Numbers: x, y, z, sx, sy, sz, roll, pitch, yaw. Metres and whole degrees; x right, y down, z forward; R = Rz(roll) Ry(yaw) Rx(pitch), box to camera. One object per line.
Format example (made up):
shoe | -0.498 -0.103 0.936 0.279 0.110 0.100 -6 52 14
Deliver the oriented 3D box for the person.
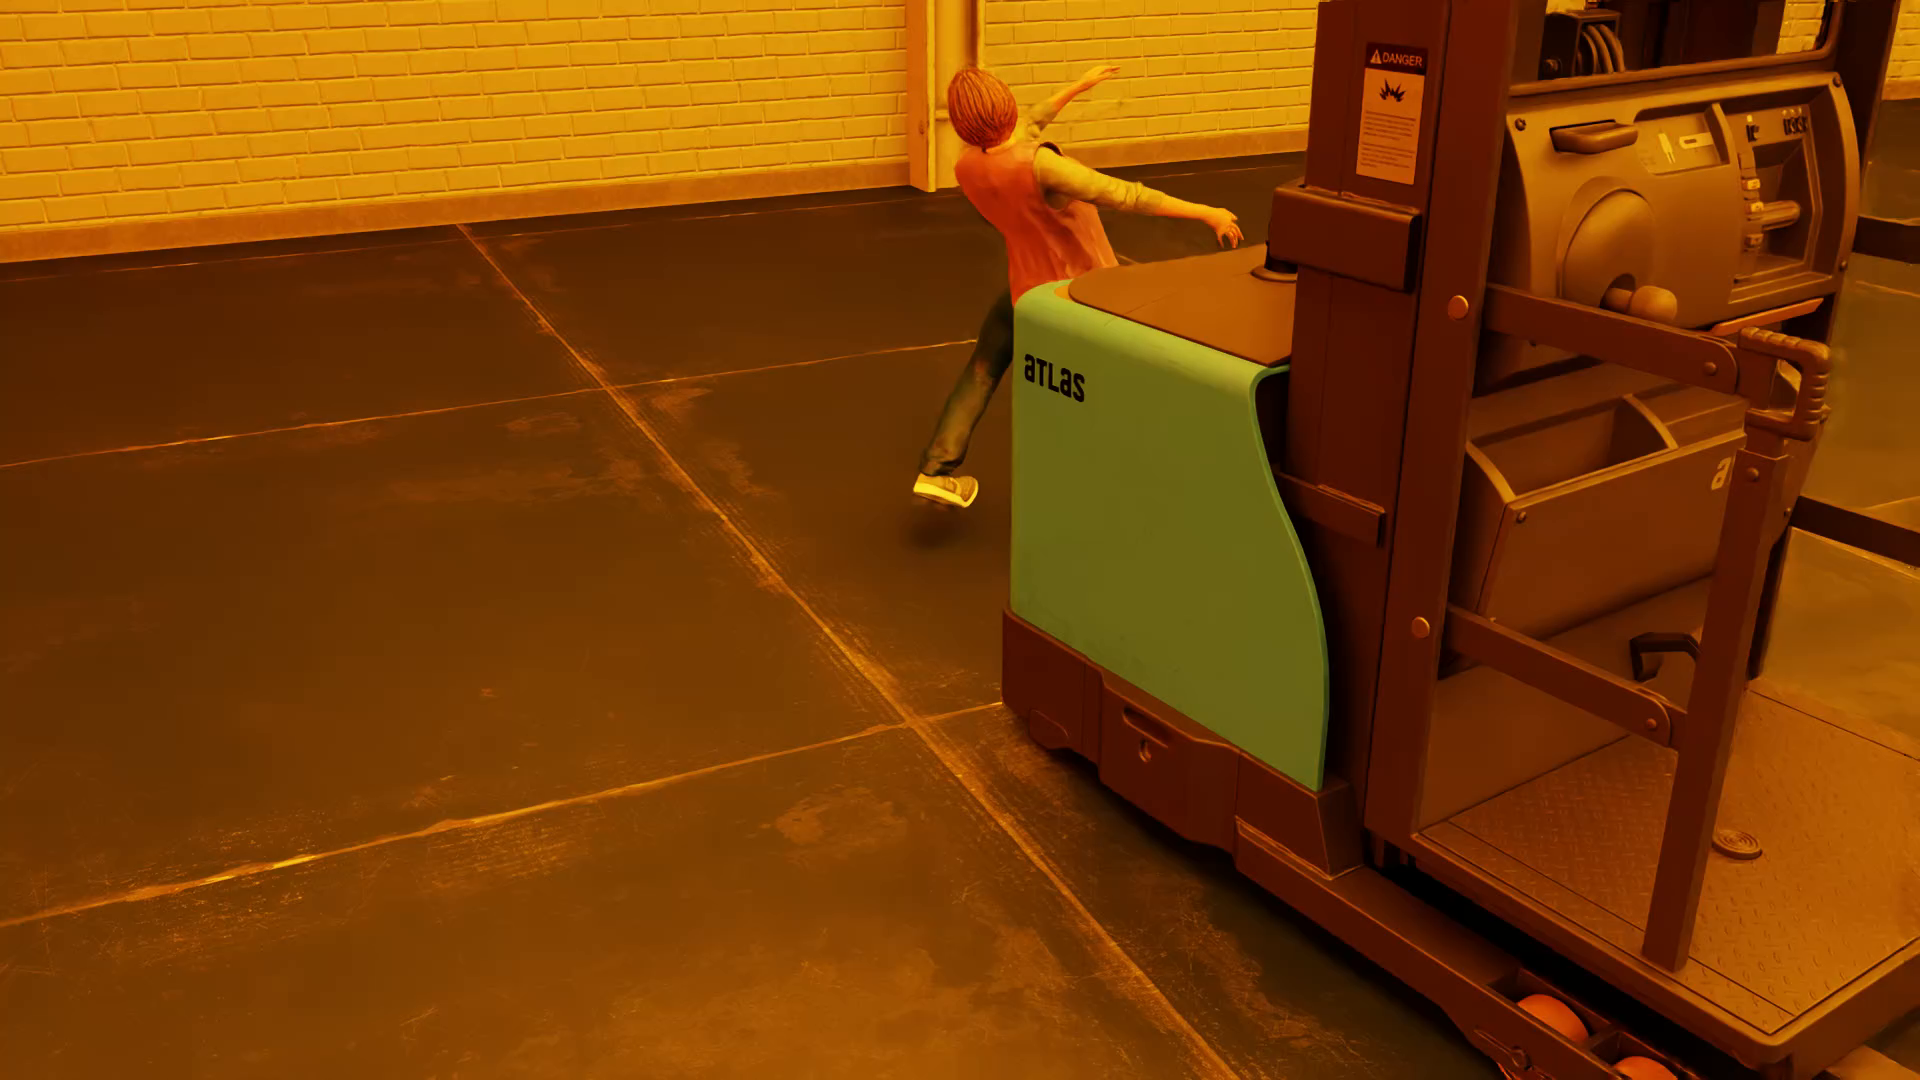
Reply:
person | 0.380 -0.709 4.999 0.892 1.380 0.710 11 25 25

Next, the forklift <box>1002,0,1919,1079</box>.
forklift | 1.351 -0.556 2.625 1.130 2.935 3.031 -15 27 -32
